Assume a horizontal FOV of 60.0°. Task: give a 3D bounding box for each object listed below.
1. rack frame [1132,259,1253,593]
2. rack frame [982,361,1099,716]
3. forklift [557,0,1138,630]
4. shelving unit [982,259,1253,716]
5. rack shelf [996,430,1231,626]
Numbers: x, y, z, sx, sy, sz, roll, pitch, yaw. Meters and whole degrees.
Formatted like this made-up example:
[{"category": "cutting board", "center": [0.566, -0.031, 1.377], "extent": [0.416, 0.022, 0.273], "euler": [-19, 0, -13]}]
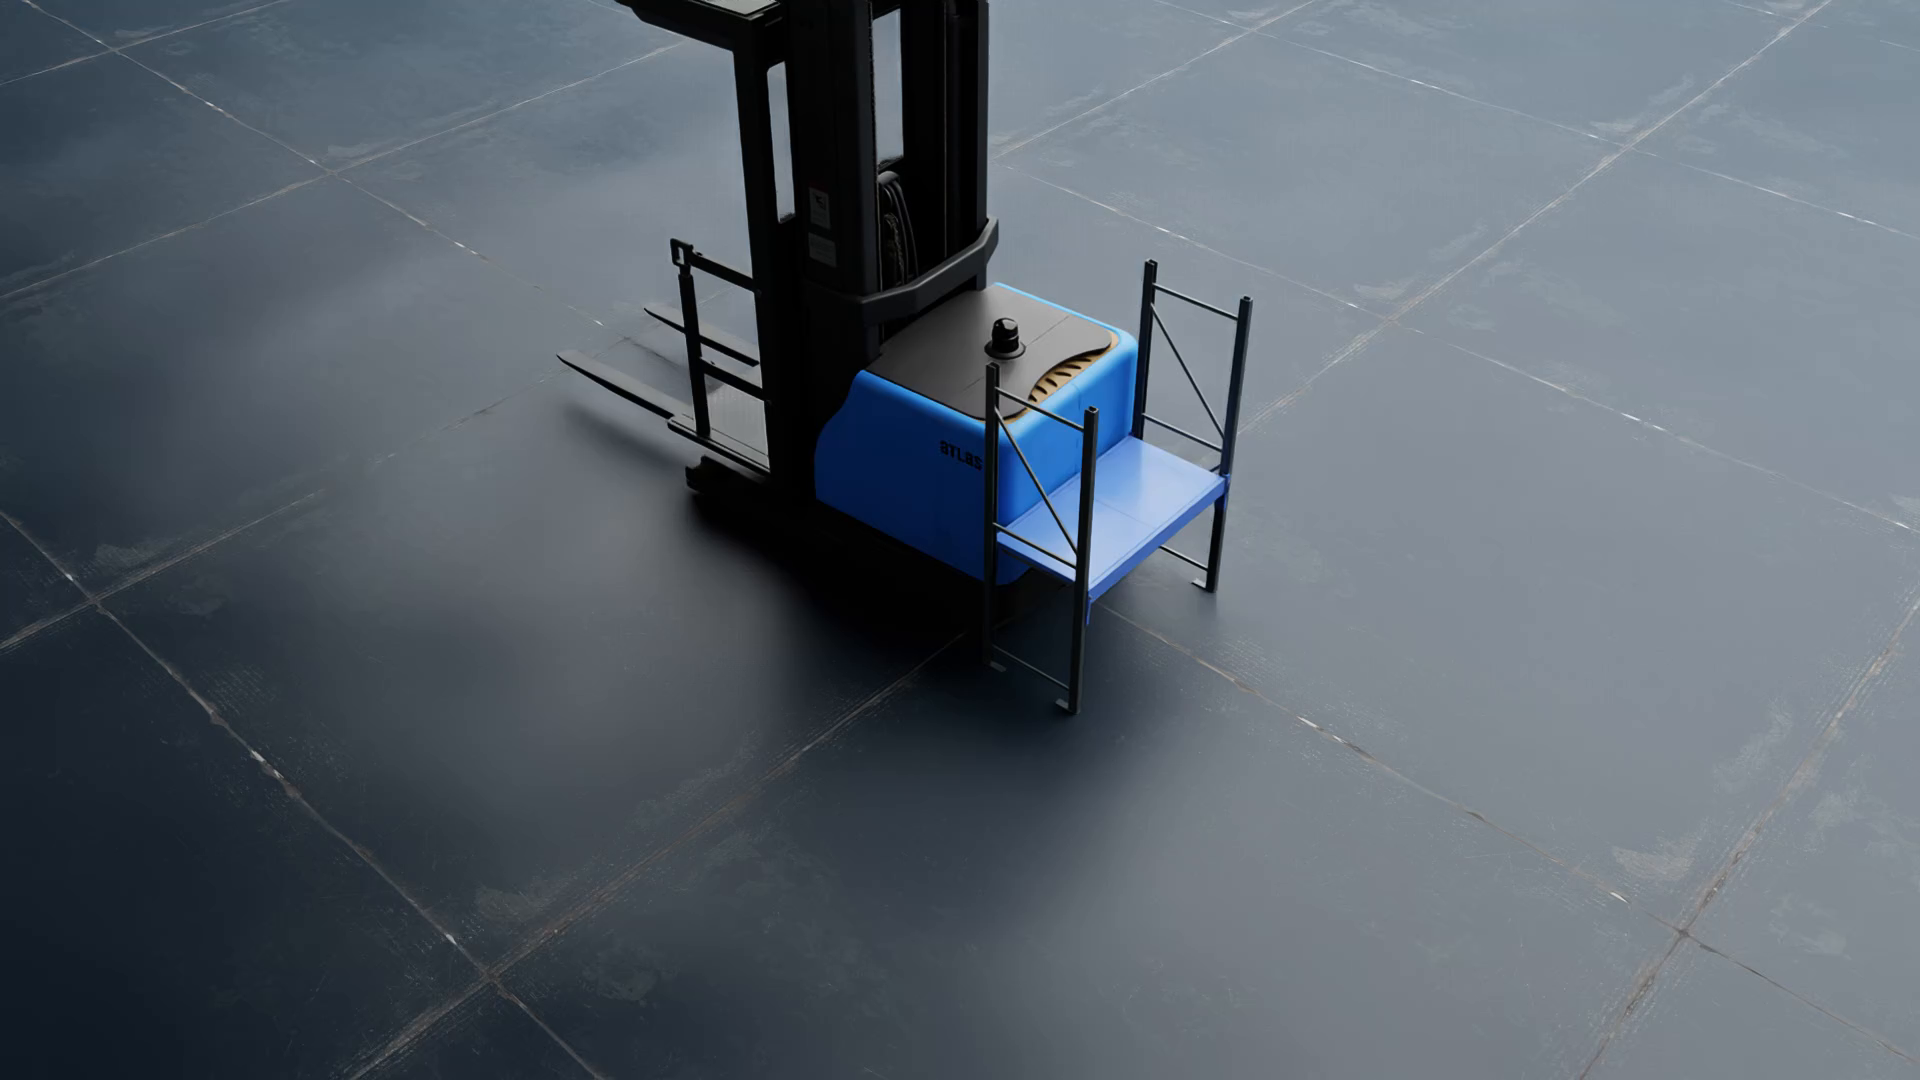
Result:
[{"category": "rack frame", "center": [0.953, -0.455, 7.117], "extent": [0.500, 1.500, 0.032], "euler": [28, 46, 30]}, {"category": "rack frame", "center": [0.296, 0.028, 6.509], "extent": [0.500, 1.500, 0.032], "euler": [28, 46, 30]}, {"category": "forklift", "center": [-0.689, -1.513, 7.298], "extent": [3.031, 2.935, 1.130], "euler": [26, 45, 29]}, {"category": "shelving unit", "center": [0.625, -0.213, 6.813], "extent": [0.538, 1.500, 1.048], "euler": [28, 46, 30]}, {"category": "rack shelf", "center": [0.624, -0.073, 6.925], "extent": [0.538, 0.185, 1.000], "euler": [28, 46, 30]}]
